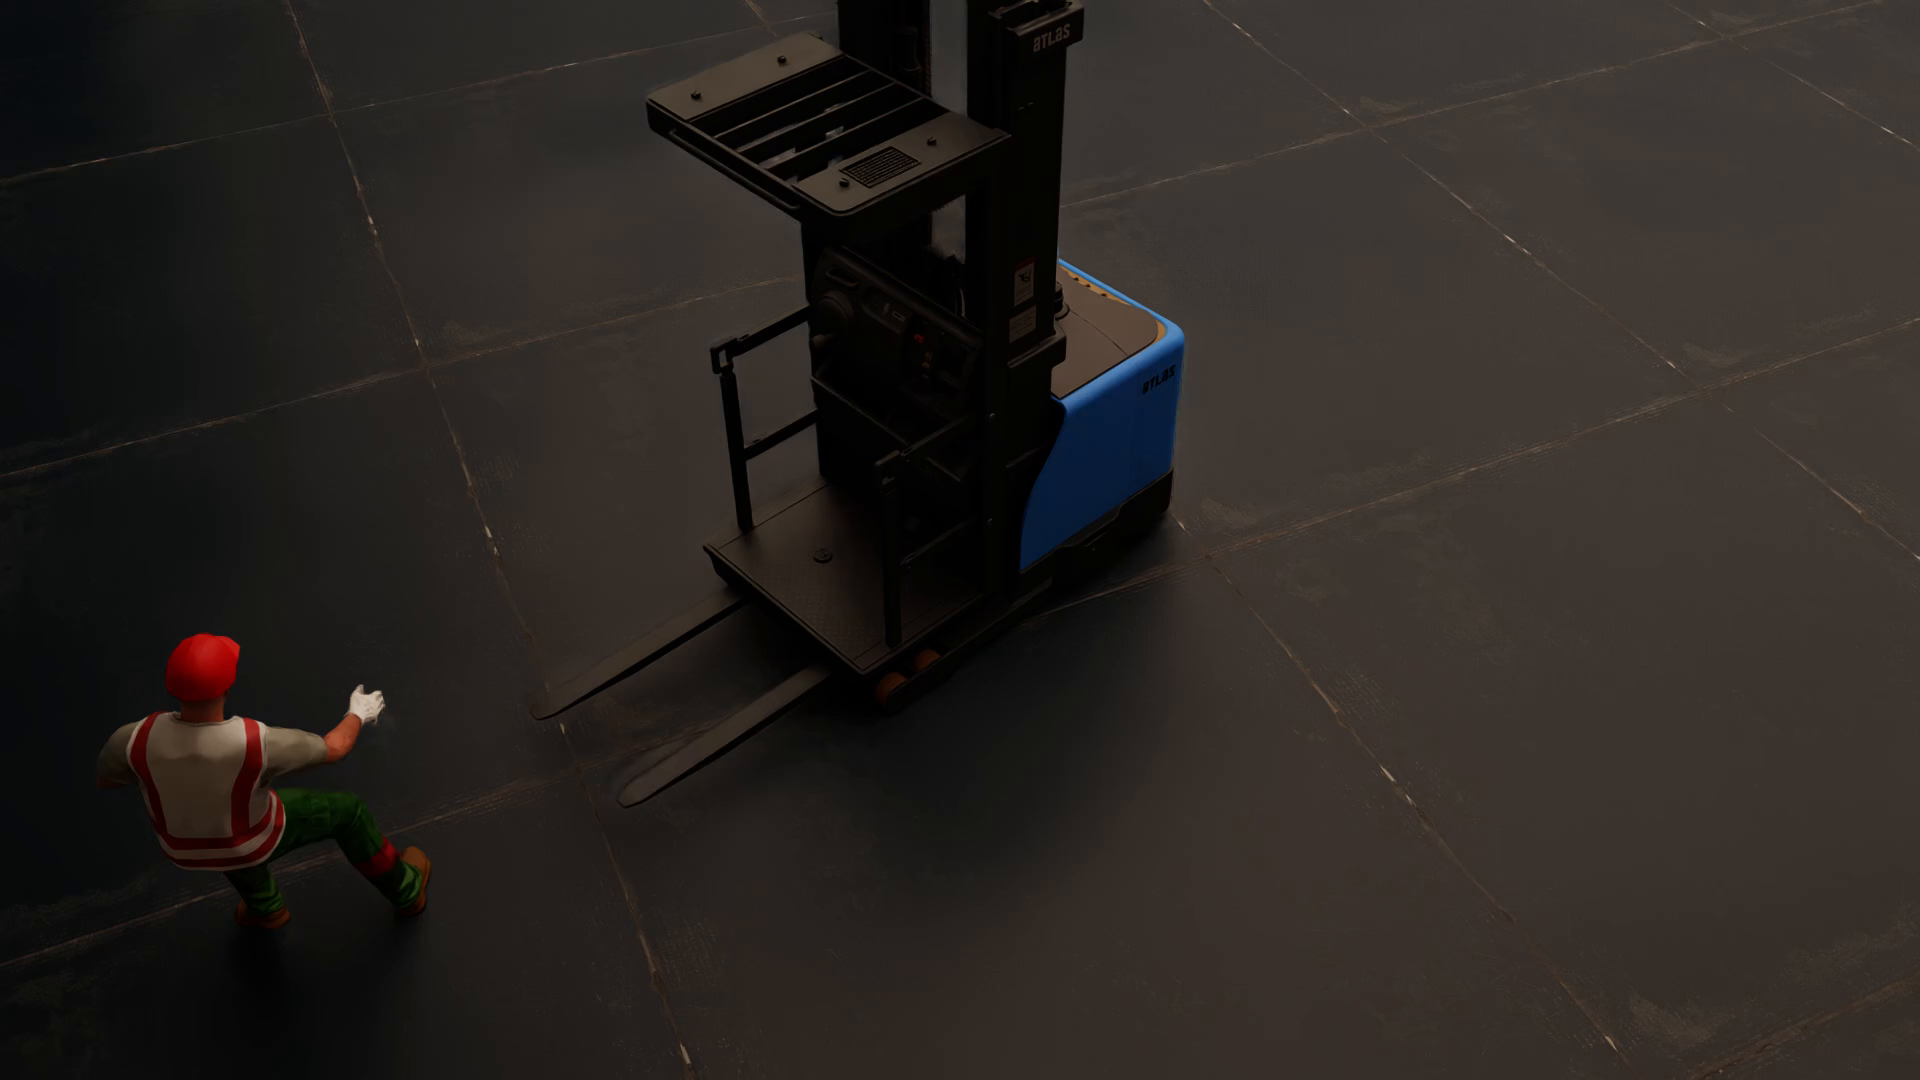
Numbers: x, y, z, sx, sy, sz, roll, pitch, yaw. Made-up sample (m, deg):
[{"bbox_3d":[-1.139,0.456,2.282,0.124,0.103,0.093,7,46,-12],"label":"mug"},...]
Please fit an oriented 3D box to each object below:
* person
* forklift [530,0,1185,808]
[{"bbox_3d":[-2.456,0.834,5.749,0.856,1.625,0.697,-3,43,-4],"label":"person"},{"bbox_3d":[-0.420,-0.752,6.485,3.031,2.935,1.130,-33,52,-30],"label":"forklift"}]
